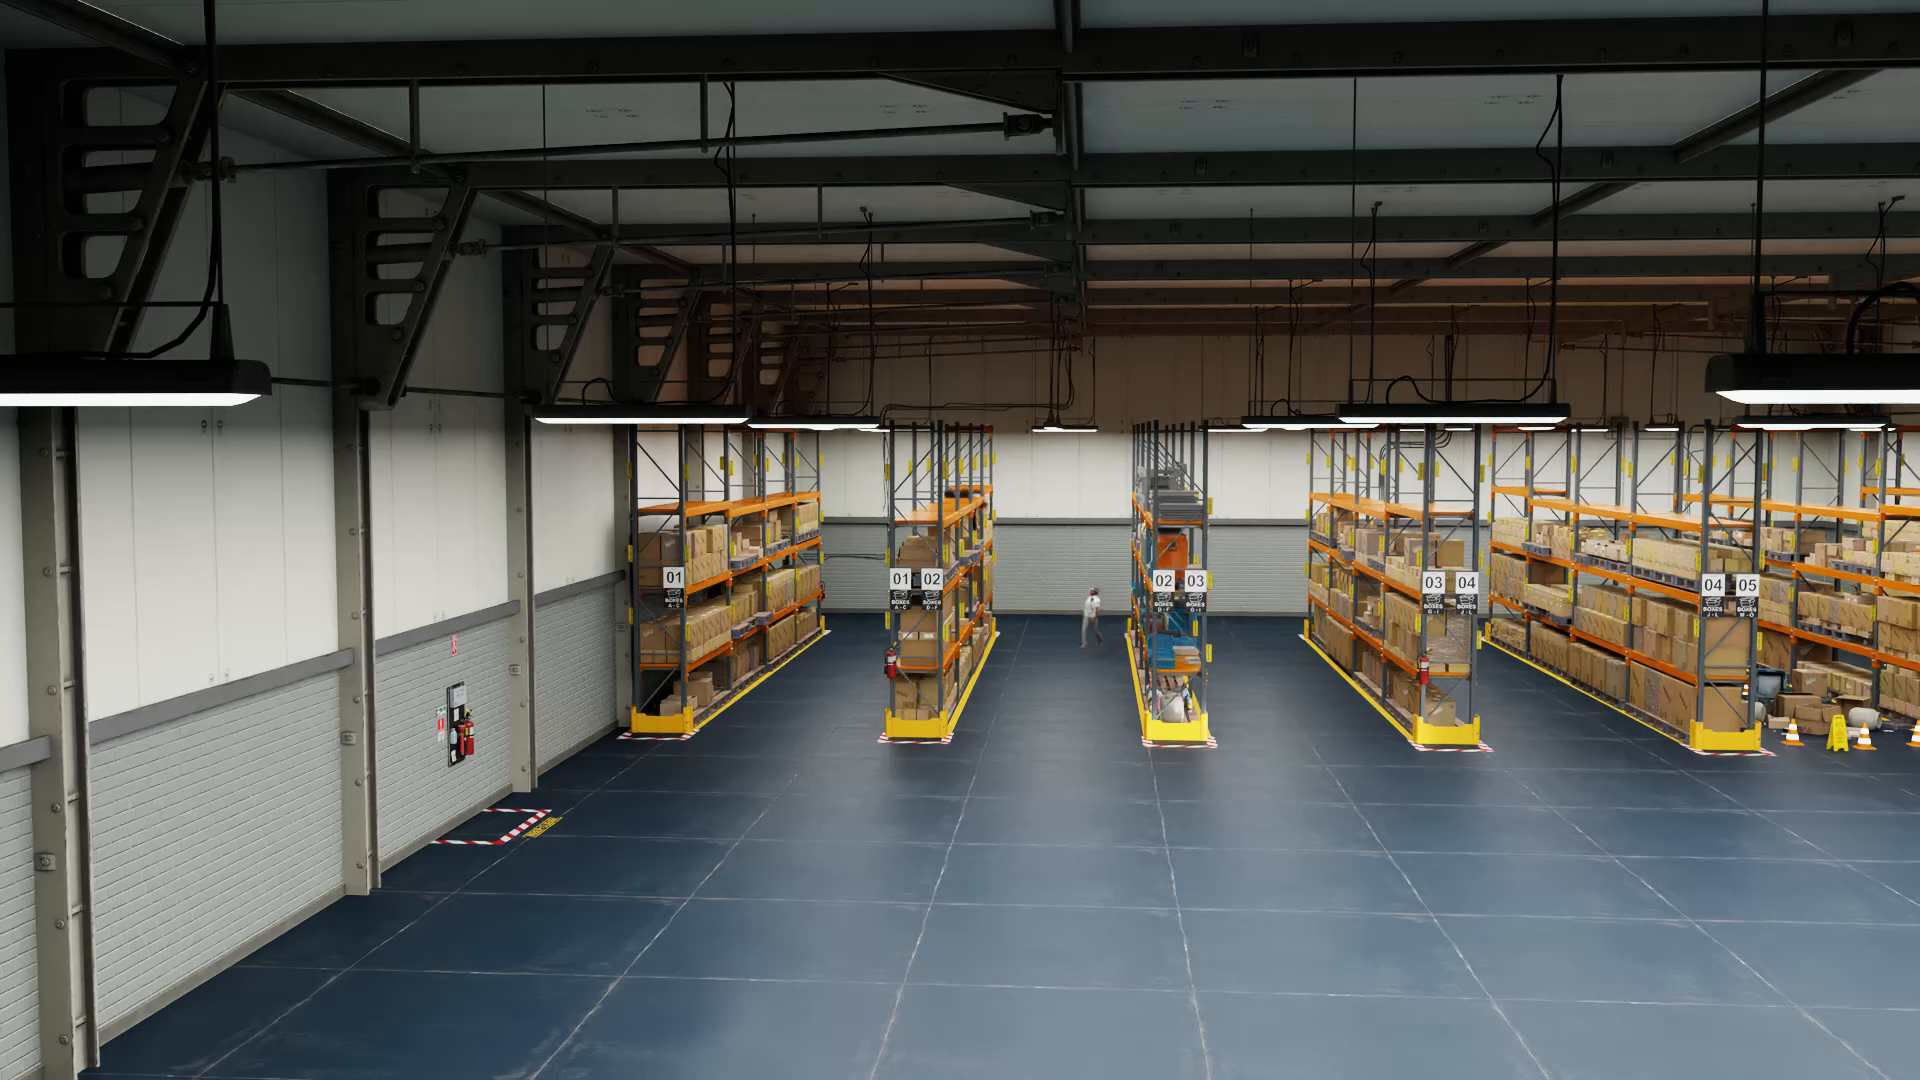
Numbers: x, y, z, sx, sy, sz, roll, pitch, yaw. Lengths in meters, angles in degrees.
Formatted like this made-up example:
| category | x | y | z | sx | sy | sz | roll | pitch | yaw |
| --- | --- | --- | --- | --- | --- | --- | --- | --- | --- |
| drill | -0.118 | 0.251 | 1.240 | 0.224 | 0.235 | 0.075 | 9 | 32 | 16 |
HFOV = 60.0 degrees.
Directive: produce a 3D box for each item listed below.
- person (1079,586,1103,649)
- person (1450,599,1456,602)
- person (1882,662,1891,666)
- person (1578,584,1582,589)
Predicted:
| category | x | y | z | sx | sy | sz | roll | pitch | yaw |
| --- | --- | --- | --- | --- | --- | --- | --- | --- | --- |
| person | 3.444 | 2.003 | 43.474 | 0.487 | 1.642 | 0.839 | 2 | 4 | 29 |
| person | 13.628 | 1.930 | 46.604 | 0.569 | 1.682 | 0.508 | 2 | 4 | 31 |
| person | 22.827 | 2.309 | 40.838 | 0.514 | 1.681 | 0.594 | -1 | 4 | -15 |
| person | 16.821 | 2.034 | 45.367 | 0.435 | 1.671 | 0.574 | 2 | 4 | 33 |
